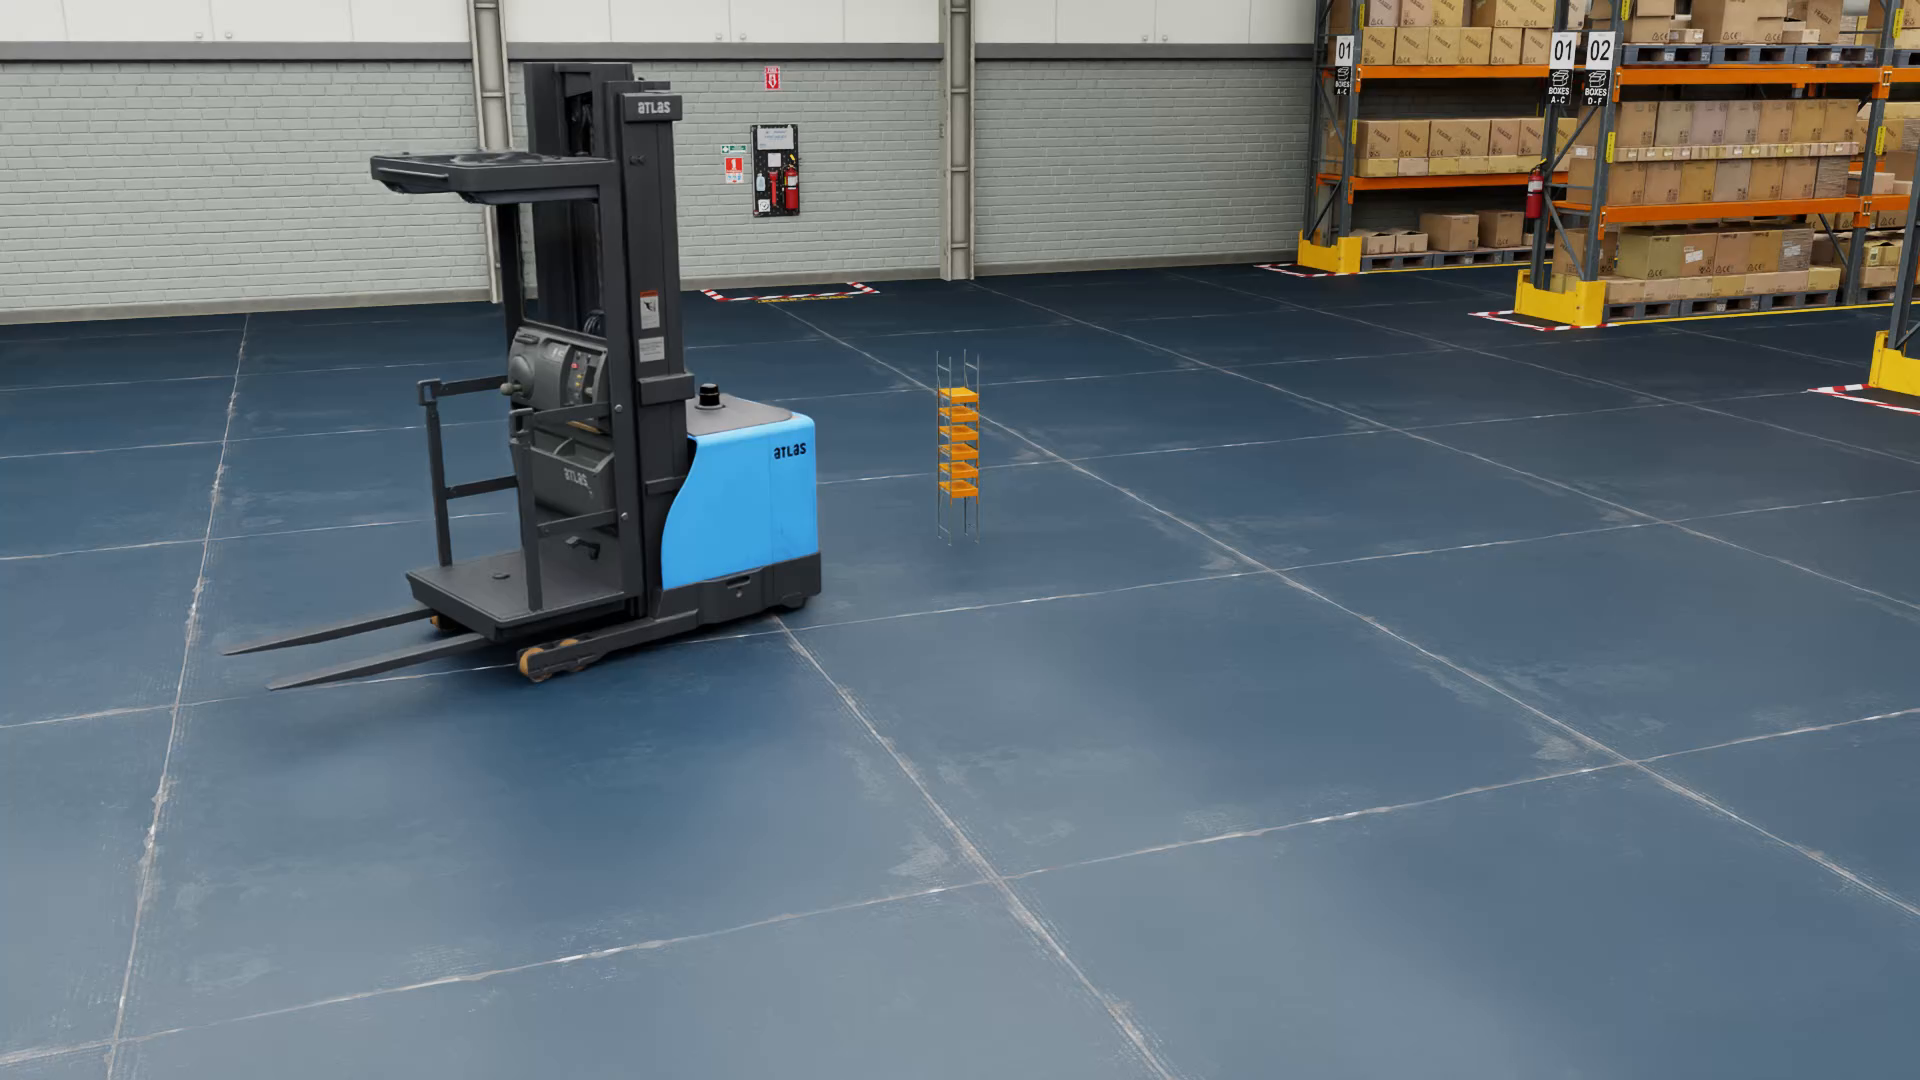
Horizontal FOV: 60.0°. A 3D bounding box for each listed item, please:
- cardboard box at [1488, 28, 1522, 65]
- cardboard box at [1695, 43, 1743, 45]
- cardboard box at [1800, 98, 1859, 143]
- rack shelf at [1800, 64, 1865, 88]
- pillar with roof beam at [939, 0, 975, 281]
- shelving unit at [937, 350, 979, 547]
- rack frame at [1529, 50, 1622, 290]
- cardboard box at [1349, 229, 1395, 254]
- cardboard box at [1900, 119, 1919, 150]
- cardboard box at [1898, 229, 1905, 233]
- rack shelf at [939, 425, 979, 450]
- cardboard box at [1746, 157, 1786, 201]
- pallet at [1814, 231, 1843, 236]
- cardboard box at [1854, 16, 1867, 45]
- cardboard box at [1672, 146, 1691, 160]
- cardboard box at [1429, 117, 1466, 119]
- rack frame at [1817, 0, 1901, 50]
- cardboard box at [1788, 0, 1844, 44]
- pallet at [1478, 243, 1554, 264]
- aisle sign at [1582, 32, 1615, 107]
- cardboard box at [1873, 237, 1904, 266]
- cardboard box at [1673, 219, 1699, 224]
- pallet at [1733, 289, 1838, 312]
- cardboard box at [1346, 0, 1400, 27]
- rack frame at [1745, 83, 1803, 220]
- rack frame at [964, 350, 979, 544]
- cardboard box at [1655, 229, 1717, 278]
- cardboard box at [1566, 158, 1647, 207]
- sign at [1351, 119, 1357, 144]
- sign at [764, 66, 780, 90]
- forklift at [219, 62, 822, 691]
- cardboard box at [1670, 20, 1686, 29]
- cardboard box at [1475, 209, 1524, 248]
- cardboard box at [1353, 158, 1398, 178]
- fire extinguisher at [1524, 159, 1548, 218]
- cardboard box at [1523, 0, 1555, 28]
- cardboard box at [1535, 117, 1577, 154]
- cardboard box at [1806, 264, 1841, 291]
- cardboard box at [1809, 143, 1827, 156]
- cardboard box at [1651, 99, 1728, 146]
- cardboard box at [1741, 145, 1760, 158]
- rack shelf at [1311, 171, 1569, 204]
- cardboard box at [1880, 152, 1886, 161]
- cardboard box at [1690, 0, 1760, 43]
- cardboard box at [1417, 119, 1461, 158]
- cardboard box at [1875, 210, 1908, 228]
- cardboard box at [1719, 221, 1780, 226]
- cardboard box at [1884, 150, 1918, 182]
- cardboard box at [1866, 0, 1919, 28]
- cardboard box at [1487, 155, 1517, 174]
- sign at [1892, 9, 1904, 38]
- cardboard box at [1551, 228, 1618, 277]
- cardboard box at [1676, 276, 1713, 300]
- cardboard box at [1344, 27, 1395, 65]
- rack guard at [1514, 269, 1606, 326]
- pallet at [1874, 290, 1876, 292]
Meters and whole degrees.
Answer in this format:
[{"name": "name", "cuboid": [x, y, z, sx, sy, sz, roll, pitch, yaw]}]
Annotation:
[{"name": "cardboard box", "cuboid": [7.587, -7.005, 23.591, 0.500, 0.500, 0.500, -7, 18, -22]}, {"name": "cardboard box", "cuboid": [11.442, -7.533, 25.383, 0.637, 0.503, 0.797, -4, 17, -12]}, {"name": "cardboard box", "cuboid": [10.315, -5.058, 20.020, 0.500, 0.500, 0.700, -6, 17, -20]}, {"name": "rack shelf", "cuboid": [14.554, -7.436, 26.551, 4.000, 0.370, 1.077, -6, 17, -20]}, {"name": "pillar with roof beam", "cuboid": [1.498, -6.773, 17.692, 0.400, 9.000, 9.100, -6, 17, -20]}, {"name": "shelving unit", "cuboid": [-0.014, -0.574, 10.424, 0.189, 1.200, 0.258, -6, 17, -20]}, {"name": "rack frame", "cuboid": [6.992, -4.031, 19.002, 0.127, 3.000, 1.000, -6, 17, -20]}, {"name": "cardboard box", "cuboid": [5.894, -4.301, 23.913, 0.500, 0.311, 0.500, -8, 18, -26]}, {"name": "cardboard box", "cuboid": [15.135, -6.529, 26.767, 0.500, 0.500, 0.500, -6, 17, -20]}, {"name": "cardboard box", "cuboid": [12.424, -3.855, 21.543, 0.500, 0.311, 0.500, -6, 18, -21]}, {"name": "rack shelf", "cuboid": [-0.014, -0.647, 10.403, 0.180, 0.103, 0.258, -6, 17, -20]}, {"name": "cardboard box", "cuboid": [9.355, -4.332, 19.847, 0.500, 0.500, 0.700, -6, 17, -19]}, {"name": "pallet", "cuboid": [13.449, -4.862, 26.781, 1.213, 0.211, 1.003, -6, 17, -20]}, {"name": "cardboard box", "cuboid": [14.116, -8.023, 26.312, 0.500, 0.500, 0.700, -5, 17, -17]}, {"name": "cardboard box", "cuboid": [8.151, -4.450, 19.100, 0.250, 0.149, 0.380, -6, 18, -21]}, {"name": "cardboard box", "cuboid": [7.005, -5.887, 24.222, 0.500, 0.500, 0.500, -6, 17, -19]}, {"name": "rack frame", "cuboid": [10.727, -7.313, 19.530, 0.127, 3.000, 1.000, -6, 17, -20]}, {"name": "cardboard box", "cuboid": [10.162, -6.209, 19.923, 0.500, 0.500, 0.500, -5, 17, -16]}, {"name": "pallet", "cuboid": [8.337, -4.322, 24.943, 1.213, 0.211, 1.003, -6, 17, -20]}, {"name": "aisle sign", "cuboid": [7.040, -5.191, 18.338, 0.004, 0.787, 0.394, -6, 17, -20]}, {"name": "cardboard box", "cuboid": [11.671, -3.611, 20.710, 0.500, 0.311, 0.500, -6, 18, -21]}, {"name": "cardboard box", "cuboid": [11.056, -4.987, 25.913, 0.500, 0.500, 0.700, -6, 17, -20]}, {"name": "pallet", "cuboid": [9.969, -3.027, 20.532, 1.213, 0.211, 1.003, -6, 17, -20]}, {"name": "cardboard box", "cuboid": [5.662, -7.286, 22.773, 0.500, 0.500, 0.500, -8, 18, -24]}, {"name": "rack frame", "cuboid": [12.686, -6.141, 26.185, 0.127, 3.000, 1.000, -6, 17, -20]}, {"name": "rack frame", "cuboid": [0.072, -0.583, 10.456, 0.006, 1.200, 0.240, -6, 17, -20]}, {"name": "cardboard box", "cuboid": [8.501, -3.373, 19.566, 0.500, 0.500, 0.500, -6, 17, -20]}, {"name": "cardboard box", "cuboid": [7.432, -4.123, 19.136, 0.500, 0.500, 0.700, -6, 17, -20]}, {"name": "sign", "cuboid": [5.410, -5.607, 22.831, 0.005, 0.325, 0.100, -6, 17, -20]}, {"name": "sign", "cuboid": [-2.407, -5.926, 21.340, 0.199, 0.298, 0.001, -6, 17, -20]}, {"name": "forklift", "cuboid": [-2.213, -0.872, 8.366, 3.031, 2.935, 1.130, -14, 22, -40]}, {"name": "cardboard box", "cuboid": [7.973, -5.853, 19.153, 0.500, 0.250, 0.500, -6, 17, -20]}, {"name": "cardboard box", "cuboid": [7.996, -4.634, 24.710, 0.500, 0.500, 0.500, -8, 18, -24]}, {"name": "cardboard box", "cuboid": [5.785, -5.237, 23.340, 0.500, 0.250, 0.500, -7, 18, -22]}, {"name": "fire extinguisher", "cuboid": [6.715, -4.104, 19.388, 0.183, 0.674, 0.296, -6, 17, -20]}, {"name": "cardboard box", "cuboid": [8.069, -7.534, 23.618, 0.500, 0.500, 0.500, -5, 17, -17]}, {"name": "cardboard box", "cuboid": [8.620, -5.906, 24.285, 0.500, 0.500, 0.500, -6, 17, -20]}, {"name": "cardboard box", "cuboid": [10.372, -3.212, 20.348, 0.500, 0.250, 0.500, -6, 17, -20]}, {"name": "cardboard box", "cuboid": [10.075, -4.658, 19.809, 0.250, 0.149, 0.380, -7, 18, -22]}, {"name": "cardboard box", "cuboid": [8.441, -4.856, 19.331, 0.500, 0.500, 0.700, -6, 17, -20]}, {"name": "cardboard box", "cuboid": [9.117, -4.555, 19.456, 0.250, 0.149, 0.380, -6, 17, -18]}, {"name": "rack shelf", "cuboid": [7.083, -5.191, 24.227, 4.000, 0.370, 1.077, -6, 17, -20]}, {"name": "cardboard box", "cuboid": [14.753, -6.184, 26.744, 0.250, 0.149, 0.380, -6, 17, -18]}, {"name": "cardboard box", "cuboid": [8.640, -5.882, 18.811, 0.500, 0.500, 0.500, -6, 17, -20]}, {"name": "cardboard box", "cuboid": [6.719, -5.698, 23.579, 0.500, 0.500, 0.500, -7, 18, -22]}, {"name": "cardboard box", "cuboid": [15.032, -5.524, 27.155, 0.750, 0.750, 0.750, -6, 17, -18]}, {"name": "cardboard box", "cuboid": [9.718, -3.660, 20.540, 0.500, 0.500, 0.500, -6, 17, -20]}, {"name": "cardboard box", "cuboid": [11.942, -4.609, 20.791, 0.500, 0.500, 0.500, -5, 17, -16]}, {"name": "cardboard box", "cuboid": [11.317, -6.415, 19.985, 0.500, 0.500, 0.500, -6, 17, -19]}, {"name": "cardboard box", "cuboid": [7.685, -5.445, 24.046, 0.500, 0.250, 0.500, -6, 17, -20]}, {"name": "sign", "cuboid": [10.927, -6.014, 19.372, 0.005, 0.325, 0.100, -6, 17, -20]}, {"name": "cardboard box", "cuboid": [7.386, -3.405, 19.675, 0.500, 0.500, 0.500, -6, 17, -20]}, {"name": "cardboard box", "cuboid": [8.505, -3.011, 19.661, 0.500, 0.250, 0.500, -6, 17, -20]}, {"name": "cardboard box", "cuboid": [5.618, -6.799, 22.890, 0.500, 0.500, 0.500, -6, 17, -19]}, {"name": "rack guard", "cuboid": [6.969, -2.829, 19.346, 0.348, 0.500, 1.175, -6, 17, -20]}, {"name": "pallet", "cuboid": [12.542, -3.305, 21.478, 1.213, 0.211, 1.003, -6, 17, -20]}]
